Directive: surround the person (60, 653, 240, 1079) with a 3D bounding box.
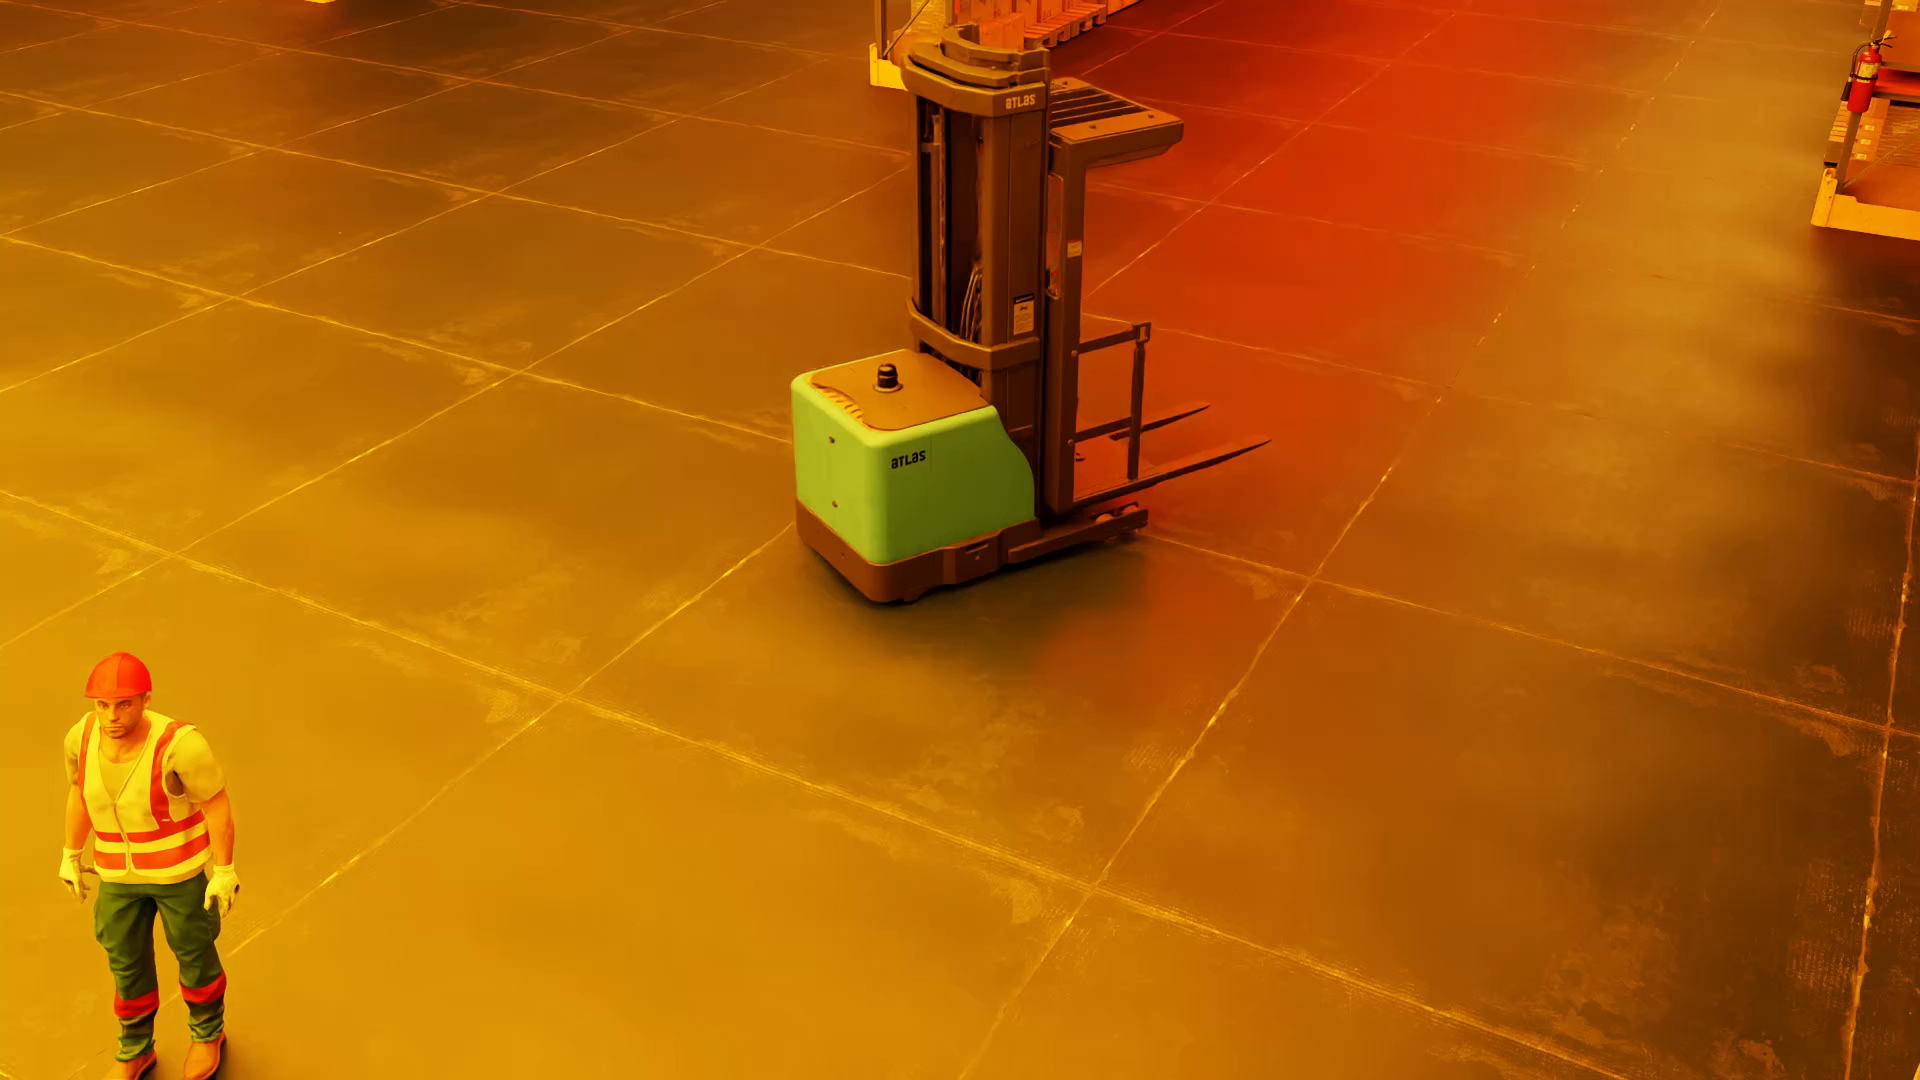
[{"bbox_3d":[-2.969,1.243,6.045,0.638,1.787,0.564,1,30,3],"label":"person"}]

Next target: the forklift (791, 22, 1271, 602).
[{"bbox_3d":[0.541,-1.463,9.606,3.031,2.935,1.130,-17,34,-27],"label":"forklift"}]
